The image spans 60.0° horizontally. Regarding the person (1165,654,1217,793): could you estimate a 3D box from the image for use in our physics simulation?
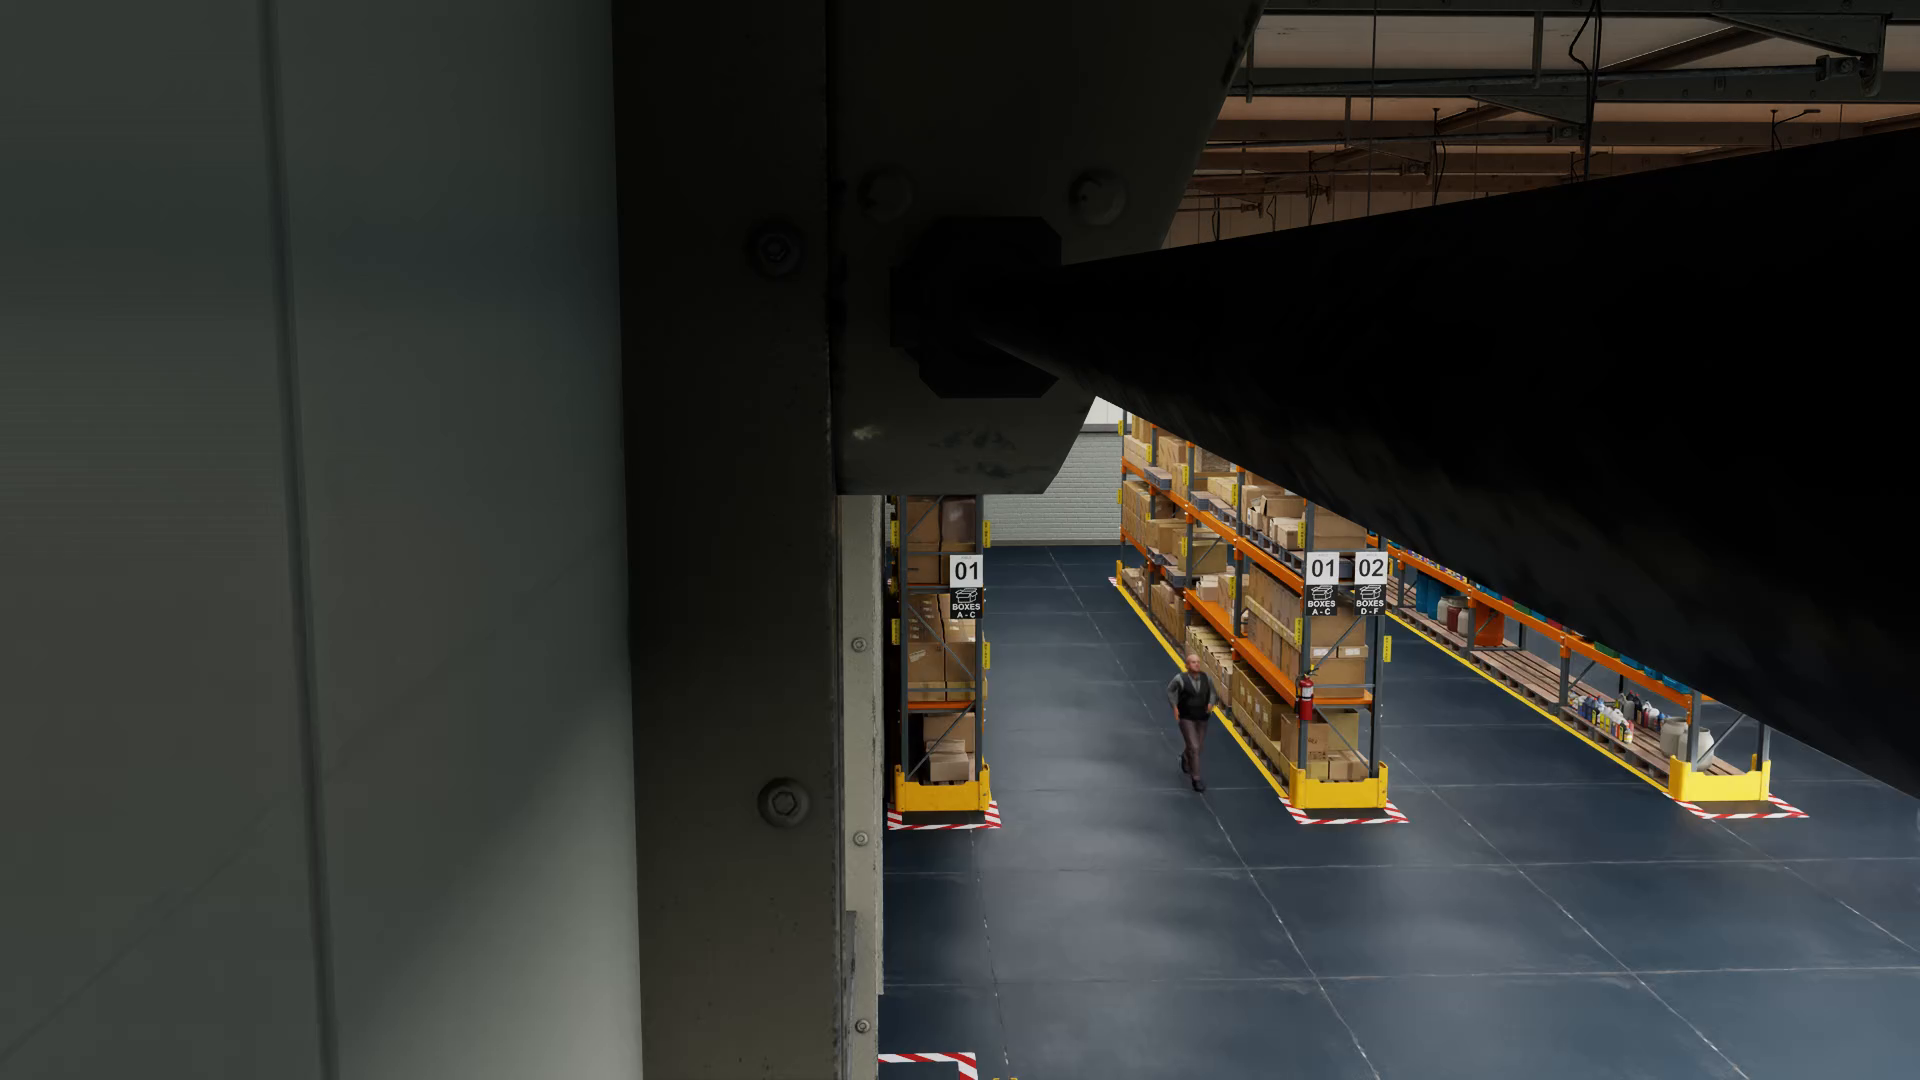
[{"bbox_3d":[3.017,2.323,21.525,0.658,1.718,0.865,-2,9,-14],"label":"person"}]
